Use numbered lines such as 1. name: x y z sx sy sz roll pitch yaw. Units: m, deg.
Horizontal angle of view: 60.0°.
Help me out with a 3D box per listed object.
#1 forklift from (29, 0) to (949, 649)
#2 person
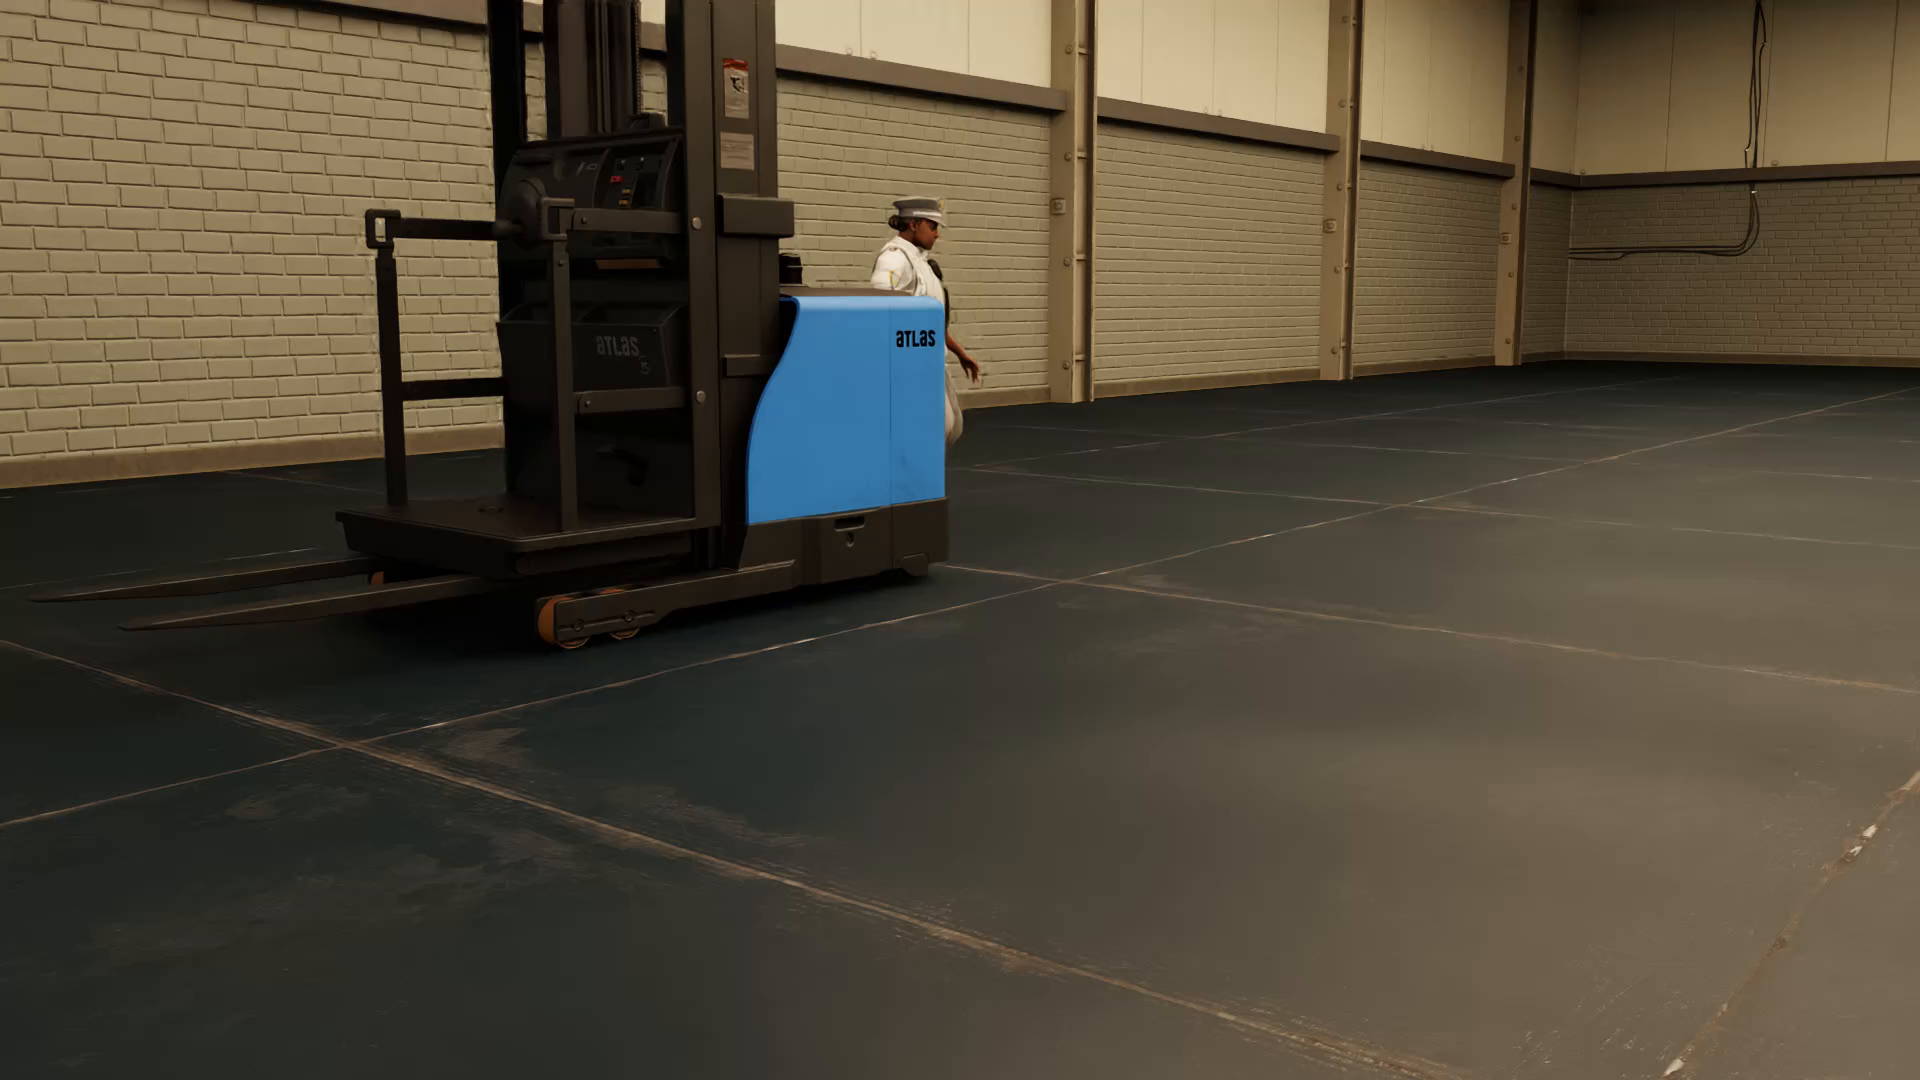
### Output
1. forklift: -1.398 -1.196 5.455 1.130 2.935 3.031 7 11 41
2. person: -0.201 -0.877 7.983 0.578 1.527 0.851 3 9 21
